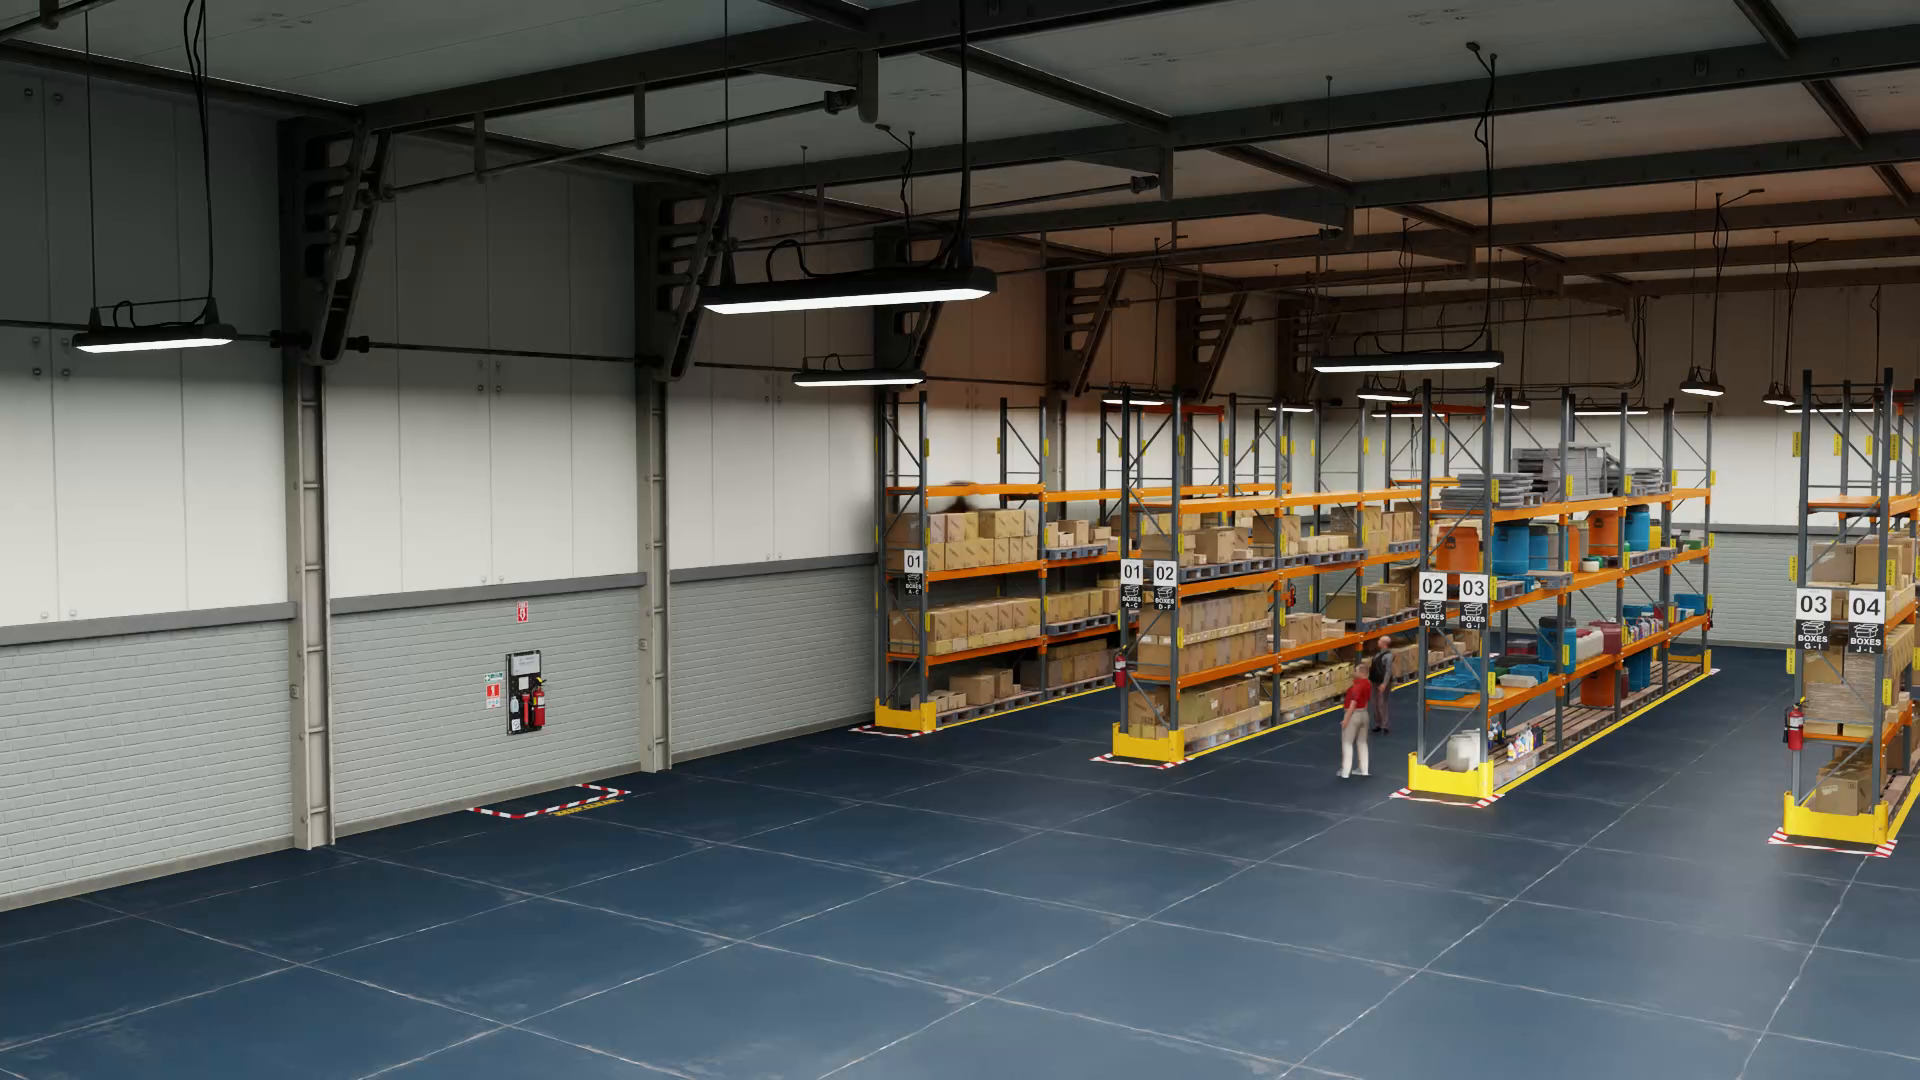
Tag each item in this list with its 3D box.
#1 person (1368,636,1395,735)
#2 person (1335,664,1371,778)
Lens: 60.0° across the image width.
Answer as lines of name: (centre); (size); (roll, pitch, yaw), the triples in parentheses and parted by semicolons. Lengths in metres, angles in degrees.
person: (7.381, 2.553, 29.231); (0.472, 1.756, 0.561); (-2, 4, -33)
person: (6.000, 2.743, 25.286); (0.594, 1.726, 0.442); (-3, 4, -39)
